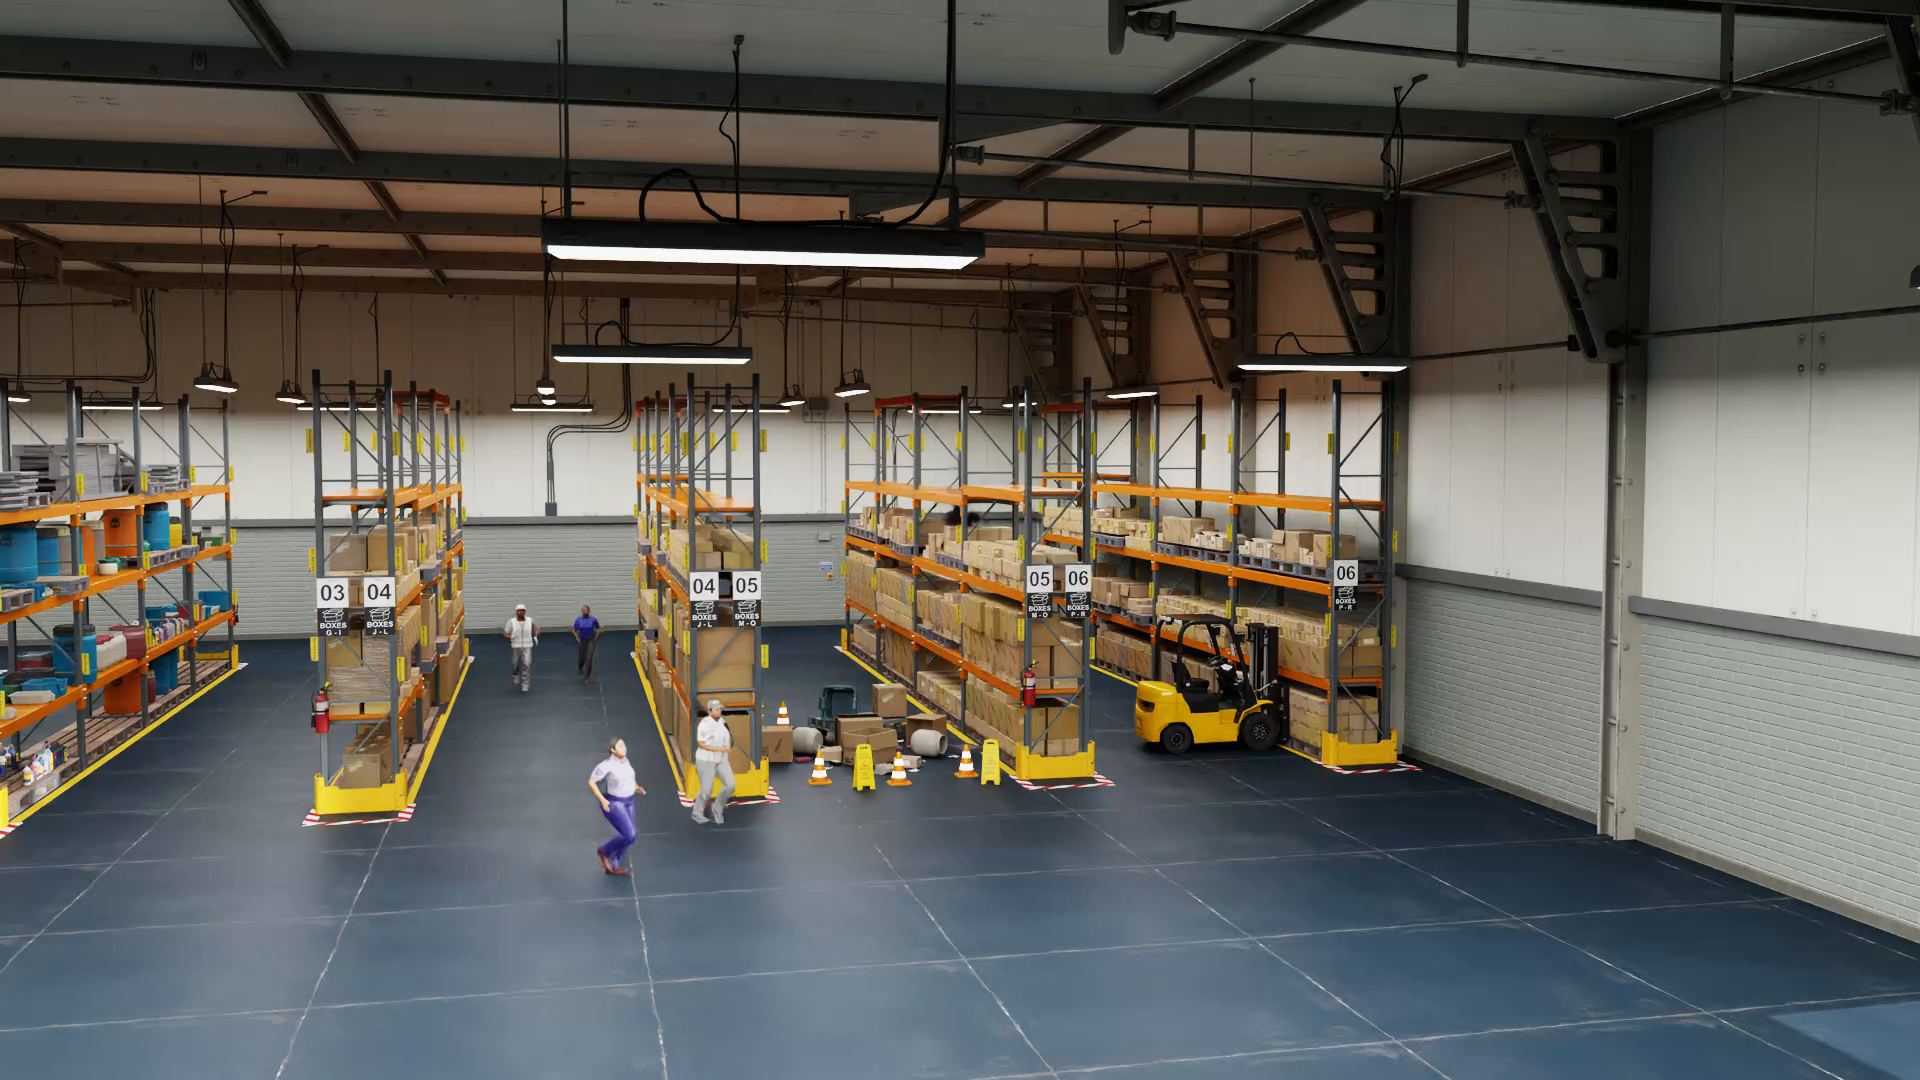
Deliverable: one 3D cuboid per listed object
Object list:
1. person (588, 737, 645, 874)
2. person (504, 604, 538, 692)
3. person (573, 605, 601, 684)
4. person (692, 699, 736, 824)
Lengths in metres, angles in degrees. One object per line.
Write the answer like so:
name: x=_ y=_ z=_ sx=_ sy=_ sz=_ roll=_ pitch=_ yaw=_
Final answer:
person: x=-3.911 y=3.085 z=19.255 sx=0.559 sy=1.599 sz=0.604 roll=1 pitch=4 yaw=23
person: x=-8.878 y=2.178 z=33.680 sx=0.697 sy=1.759 sz=0.899 roll=-1 pitch=3 yaw=-19
person: x=-7.848 y=2.184 z=35.014 sx=0.583 sy=1.643 sz=0.696 roll=-1 pitch=3 yaw=-12
person: x=-3.210 y=2.935 z=21.856 sx=0.685 sy=1.697 sz=0.630 roll=2 pitch=4 yaw=36
